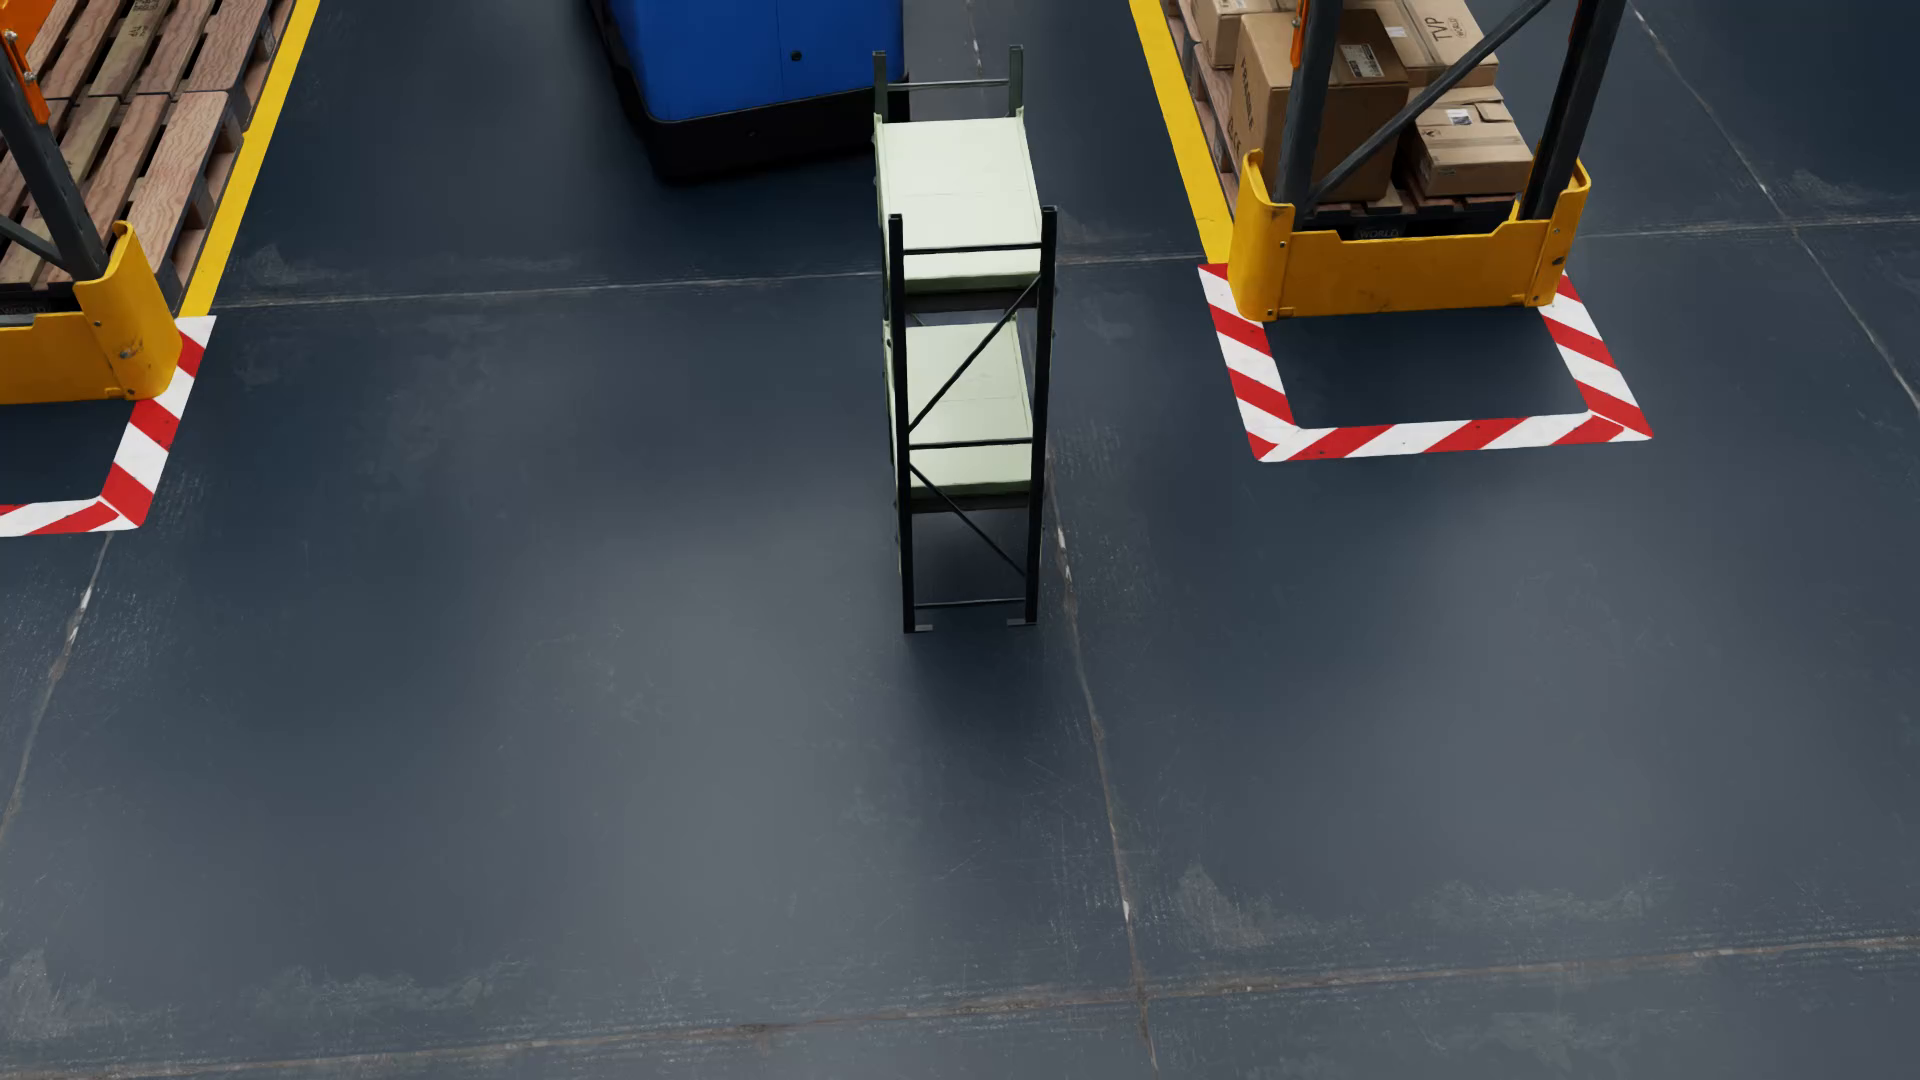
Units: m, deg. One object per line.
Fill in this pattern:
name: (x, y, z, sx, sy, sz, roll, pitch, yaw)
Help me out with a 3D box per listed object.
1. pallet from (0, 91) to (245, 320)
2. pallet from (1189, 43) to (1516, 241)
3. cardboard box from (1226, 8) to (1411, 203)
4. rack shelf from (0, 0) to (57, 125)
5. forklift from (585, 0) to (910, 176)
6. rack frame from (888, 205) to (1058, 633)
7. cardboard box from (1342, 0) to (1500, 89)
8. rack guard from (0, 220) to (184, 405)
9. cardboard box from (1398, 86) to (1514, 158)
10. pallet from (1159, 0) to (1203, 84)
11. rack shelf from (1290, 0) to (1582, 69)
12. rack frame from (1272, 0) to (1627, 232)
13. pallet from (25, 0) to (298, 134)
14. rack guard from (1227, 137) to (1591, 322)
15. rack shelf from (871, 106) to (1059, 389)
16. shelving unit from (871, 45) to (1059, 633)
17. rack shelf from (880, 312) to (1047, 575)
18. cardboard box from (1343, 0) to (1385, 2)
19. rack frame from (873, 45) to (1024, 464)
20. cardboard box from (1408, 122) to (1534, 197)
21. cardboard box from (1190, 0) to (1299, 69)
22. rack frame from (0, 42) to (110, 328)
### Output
pallet: (-3.376, -1.262, 6.300, 1.003, 0.211, 1.213, -3, 47, -3)
pallet: (1.517, -1.593, 6.613, 1.003, 0.211, 1.213, -3, 47, -3)
cardboard box: (1.300, -1.590, 6.109, 0.500, 0.500, 0.500, -3, 47, -3)
rack shelf: (-3.513, -2.821, 6.352, 1.077, 0.370, 4.000, -3, 47, -3)
forklift: (-1.150, -3.523, 6.568, 1.130, 2.935, 3.031, -14, 48, -13)
rack frame: (0.030, -0.256, 4.459, 0.400, 1.500, 0.023, -3, 47, -3)
cardboard box: (1.786, -1.898, 6.573, 0.500, 0.250, 0.500, -3, 47, -3)
rack guard: (-3.330, -0.746, 5.612, 1.175, 0.500, 0.348, -3, 47, -3)
cardboard box: (1.877, -1.602, 6.349, 0.380, 0.166, 0.250, -3, 47, -3)
pallet: (1.418, -2.473, 7.447, 1.003, 0.211, 1.213, -3, 47, -3)
rack shelf: (1.424, -3.120, 6.634, 1.077, 0.370, 4.000, -3, 47, -3)
rack frame: (1.591, -1.920, 5.002, 1.000, 3.000, 0.127, -3, 47, -3)
pallet: (-3.475, -2.142, 7.134, 1.003, 0.211, 1.213, -3, 47, -3)
rack guard: (1.585, -1.115, 5.962, 1.175, 0.500, 0.348, -3, 47, -3)
rack shelf: (-0.001, -0.789, 4.427, 0.431, 0.370, 0.720, -3, 47, -3)
shelving unit: (-0.001, -0.521, 4.710, 0.431, 1.500, 0.755, -3, 47, -3)
rack shelf: (-0.001, -0.296, 4.947, 0.431, 0.370, 0.720, -3, 47, -3)
cardboard box: (1.744, -2.260, 6.915, 0.500, 0.250, 0.500, -3, 47, -3)
rack frame: (-0.031, -0.785, 4.961, 0.400, 1.500, 0.023, -3, 47, -3)
cardboard box: (1.898, -1.415, 6.185, 0.380, 0.149, 0.250, -3, 47, -3)
cardboard box: (1.250, -2.193, 6.852, 0.500, 0.250, 0.500, -3, 47, -3)
rack frame: (-3.345, -1.622, 4.720, 1.000, 3.000, 0.127, -3, 47, -3)
